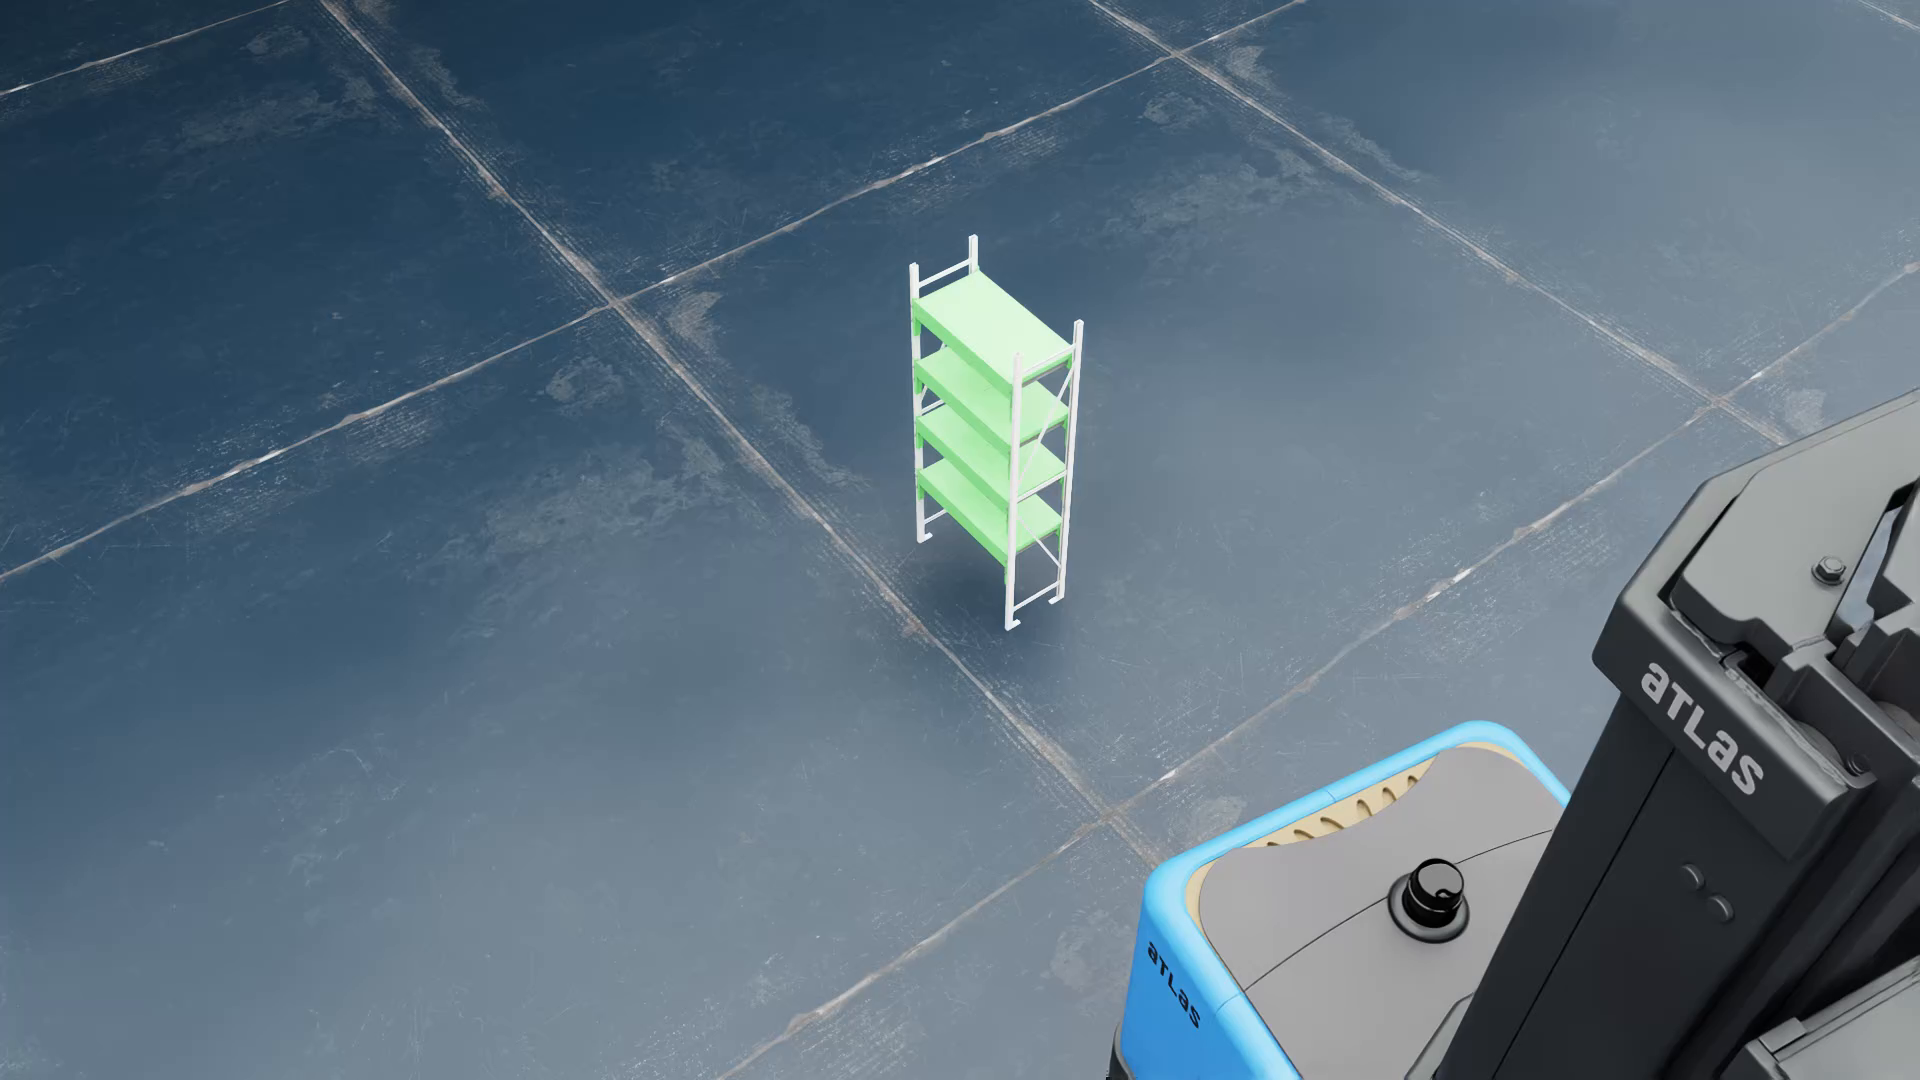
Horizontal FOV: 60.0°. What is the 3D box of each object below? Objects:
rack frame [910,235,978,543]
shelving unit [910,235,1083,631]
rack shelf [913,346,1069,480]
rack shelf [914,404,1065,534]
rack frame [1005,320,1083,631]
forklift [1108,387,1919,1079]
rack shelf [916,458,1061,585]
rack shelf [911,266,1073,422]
[{"bbox_3d":[-0.048,-0.449,5.347,0.240,1.200,0.015,-29,54,-24],"label":"rack frame"},{"bbox_3d":[0.100,-0.305,5.217,0.258,1.200,0.503,-29,54,-24],"label":"shelving unit"},{"bbox_3d":[0.100,-0.424,5.087,0.258,0.148,0.480,-29,54,-24],"label":"rack shelf"},{"bbox_3d":[0.100,-0.262,5.264,0.258,0.148,0.480,-29,54,-24],"label":"rack shelf"},{"bbox_3d":[0.248,-0.162,5.087,0.240,1.200,0.015,-29,54,-24],"label":"rack frame"},{"bbox_3d":[1.507,1.278,2.613,1.130,2.935,3.031,-21,51,-18],"label":"forklift"},{"bbox_3d":[0.100,-0.101,5.442,0.258,0.148,0.480,-29,54,-24],"label":"rack shelf"},{"bbox_3d":[0.100,-0.585,4.909,0.258,0.148,0.480,-29,54,-24],"label":"rack shelf"}]
